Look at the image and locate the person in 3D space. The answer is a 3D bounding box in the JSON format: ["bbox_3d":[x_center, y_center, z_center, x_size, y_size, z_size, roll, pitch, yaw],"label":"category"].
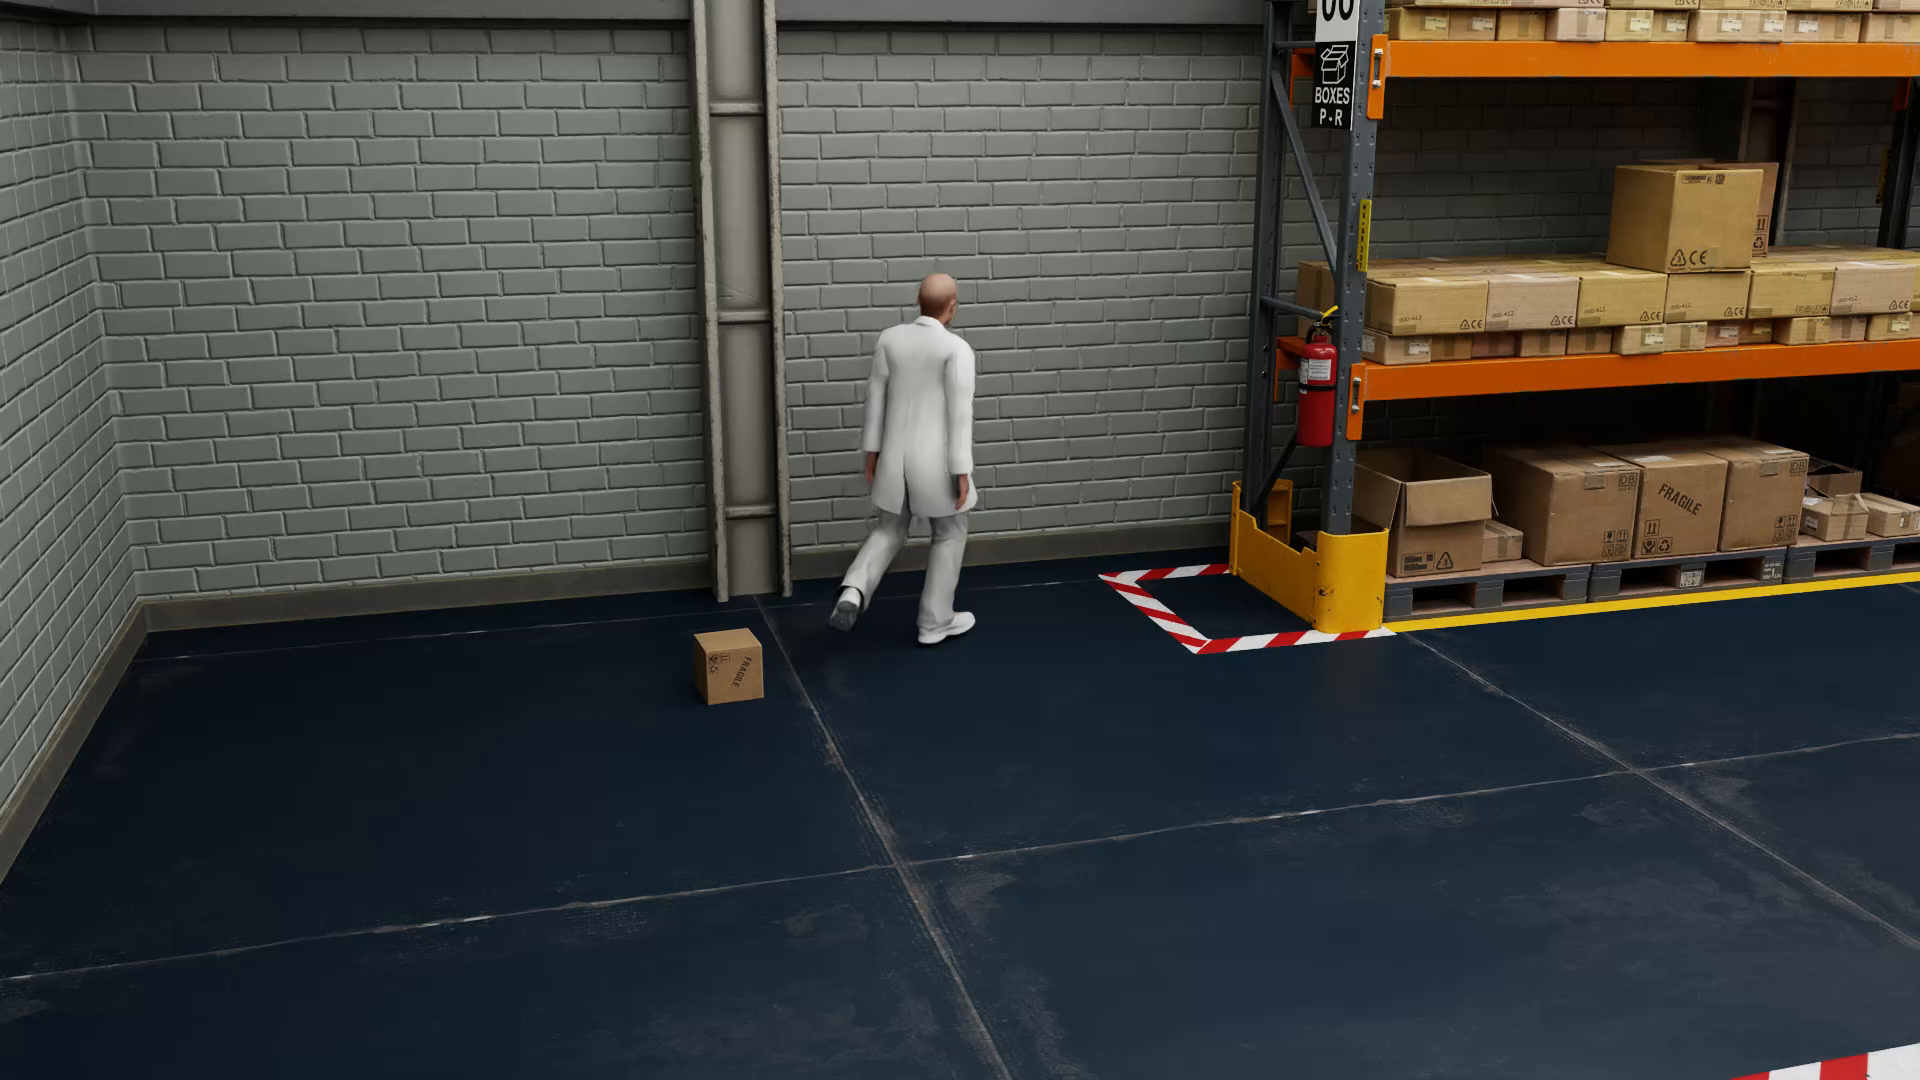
[{"bbox_3d":[-0.253,-0.348,7.761,0.626,1.752,0.781,10,19,32],"label":"person"}]
